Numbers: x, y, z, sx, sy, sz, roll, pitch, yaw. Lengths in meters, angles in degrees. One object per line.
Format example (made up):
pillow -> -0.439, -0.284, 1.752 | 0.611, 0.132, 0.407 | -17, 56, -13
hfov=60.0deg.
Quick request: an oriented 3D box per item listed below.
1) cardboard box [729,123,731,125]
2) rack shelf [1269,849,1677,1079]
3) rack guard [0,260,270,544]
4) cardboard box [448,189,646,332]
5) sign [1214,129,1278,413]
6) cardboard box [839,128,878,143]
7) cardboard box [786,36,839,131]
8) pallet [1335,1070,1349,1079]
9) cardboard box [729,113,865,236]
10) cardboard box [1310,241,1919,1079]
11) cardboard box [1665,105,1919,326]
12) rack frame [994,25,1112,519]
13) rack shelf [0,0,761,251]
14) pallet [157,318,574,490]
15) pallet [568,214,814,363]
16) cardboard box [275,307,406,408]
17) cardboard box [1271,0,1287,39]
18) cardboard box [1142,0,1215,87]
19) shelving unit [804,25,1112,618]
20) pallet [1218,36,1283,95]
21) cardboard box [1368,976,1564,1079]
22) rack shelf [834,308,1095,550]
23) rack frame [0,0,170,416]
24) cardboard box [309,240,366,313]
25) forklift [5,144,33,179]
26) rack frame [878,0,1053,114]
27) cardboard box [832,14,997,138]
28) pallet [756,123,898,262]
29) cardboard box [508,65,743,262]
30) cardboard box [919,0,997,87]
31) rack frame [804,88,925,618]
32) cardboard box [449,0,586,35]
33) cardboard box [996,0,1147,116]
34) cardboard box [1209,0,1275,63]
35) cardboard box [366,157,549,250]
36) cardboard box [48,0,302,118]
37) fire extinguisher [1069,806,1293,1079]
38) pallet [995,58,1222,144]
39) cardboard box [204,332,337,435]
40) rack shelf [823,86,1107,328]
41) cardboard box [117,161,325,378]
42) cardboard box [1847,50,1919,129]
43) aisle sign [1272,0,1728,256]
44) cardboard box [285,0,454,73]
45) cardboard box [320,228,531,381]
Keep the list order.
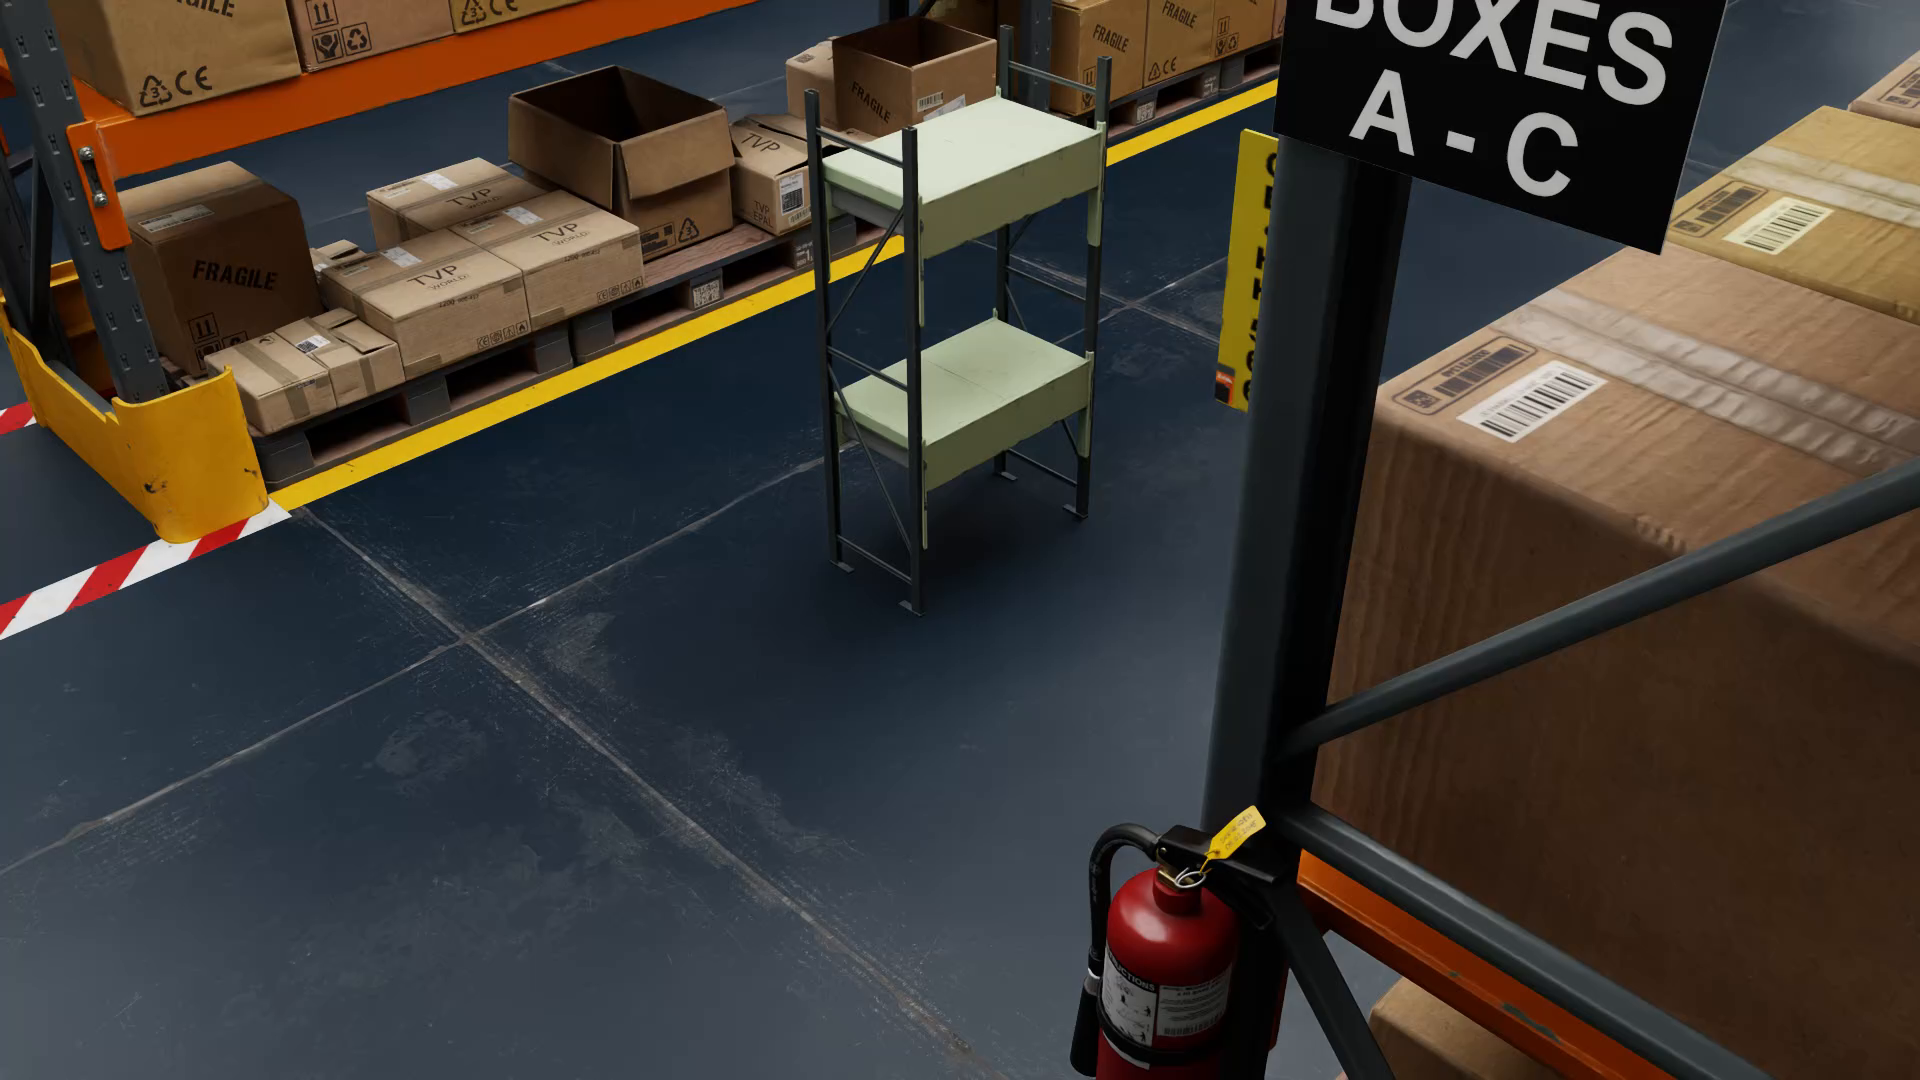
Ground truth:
cardboard box -> -1.045, -1.680, 7.129 | 0.380, 0.166, 0.250 | 30, 45, 35
rack shelf -> 2.116, 0.002, 3.254 | 1.077, 0.370, 4.000 | 30, 45, 35
rack guard -> -2.758, -0.482, 5.504 | 1.175, 0.500, 0.348 | 30, 45, 35
cardboard box -> -1.522, -1.041, 6.140 | 0.500, 0.250, 0.500 | 30, 45, 35
sign -> 0.331, -0.278, 1.807 | 0.100, 0.325, 0.005 | 30, 45, 35
cardboard box -> -0.415, -1.589, 7.014 | 0.380, 0.149, 0.250 | 30, 45, 35
cardboard box -> -0.442, -2.094, 7.597 | 0.500, 0.311, 0.500 | 30, 45, 35
pallet -> 1.215, 1.306, 3.192 | 1.003, 0.211, 1.213 | 30, 45, 35
cardboard box -> -0.722, -1.528, 6.784 | 0.500, 0.311, 0.500 | 30, 45, 35
cardboard box -> 1.059, 0.185, 2.101 | 0.700, 0.700, 0.980 | -28, 43, -34
cardboard box -> 1.564, -0.115, 2.531 | 0.980, 0.700, 0.700 | 29, 44, 35
rack frame -> 0.263, -0.766, 5.038 | 0.400, 1.500, 0.023 | 30, 45, 35
rack shelf -> -1.402, -1.993, 6.115 | 1.077, 0.370, 4.000 | 30, 45, 35
pallet -> -2.197, -0.687, 6.051 | 1.003, 0.211, 1.213 | 30, 45, 35
pallet -> -1.337, -1.180, 6.758 | 1.003, 0.211, 1.213 | 30, 45, 35
cardboard box -> -2.096, -0.628, 5.620 | 0.380, 0.166, 0.250 | 30, 45, 35
cardboard box -> 1.603, -2.979, 8.700 | 0.500, 0.500, 0.500 | 28, 43, 34
cardboard box -> 0.889, -2.574, 8.120 | 0.500, 0.500, 0.500 | -29, 44, -35
shelving unit -> 0.005, -0.618, 4.825 | 0.431, 1.500, 0.755 | 30, 45, 35
pallet -> 1.413, -2.799, 9.079 | 1.003, 0.211, 1.213 | 30, 45, 35
cardboard box -> 1.129, 1.047, 2.944 | 0.700, 0.500, 0.500 | 30, 45, 35
rack shelf -> 0.005, -0.350, 5.011 | 0.431, 0.370, 0.720 | 30, 45, 35
rack frame -> -2.811, -1.476, 4.745 | 1.000, 3.000, 0.127 | 30, 45, 35
cardboard box -> -2.254, -0.943, 6.072 | 0.380, 0.166, 0.250 | 30, 45, 35
forklift -> -4.724, -2.062, 5.644 | 1.130, 2.935, 3.031 | 10, 36, 13
rack frame -> 0.007, -3.100, 7.073 | 1.000, 3.000, 0.127 | 30, 45, 35
cardboard box -> -0.193, -1.910, 7.167 | 0.500, 0.500, 0.500 | 30, 45, 35
pallet -> -0.478, -1.678, 7.471 | 1.003, 0.211, 1.213 | 30, 45, 35
cardboard box -> -1.313, -1.492, 6.565 | 0.797, 0.503, 0.637 | 30, 45, 35
cardboard box -> 0.151, -2.571, 8.115 | 0.500, 0.500, 0.500 | 29, 44, 35
rack frame -> -0.253, -0.469, 4.612 | 0.400, 1.500, 0.023 | 30, 45, 35
cardboard box -> -1.596, -2.005, 5.416 | 0.500, 0.500, 0.500 | 29, 44, 35
cardboard box -> 0.521, -2.353, 7.803 | 0.500, 0.500, 0.500 | 27, 43, 33
cardboard box -> 1.246, -2.774, 8.406 | 0.500, 0.500, 0.500 | -29, 44, -35
cardboard box -> -1.912, -1.222, 6.400 | 0.500, 0.250, 0.500 | 30, 45, 35
cardboard box -> -2.312, -1.591, 4.822 | 0.500, 0.500, 0.500 | -29, 44, -35
fire extinguisher -> 0.273, 0.579, 2.192 | 0.296, 0.674, 0.183 | 30, 45, 35
pallet -> 0.553, -2.302, 8.366 | 1.003, 0.211, 1.213 | 30, 45, 35
cardboard box -> -2.272, -0.519, 5.479 | 0.380, 0.149, 0.250 | 30, 45, 35
rack shelf -> 0.005, -0.938, 4.602 | 0.431, 0.370, 0.720 | 30, 45, 35
cardboard box -> -2.603, -0.951, 5.793 | 0.500, 0.500, 0.500 | 30, 45, 35
cardboard box -> 2.107, -0.421, 2.969 | 0.980, 0.700, 0.700 | 27, 43, 33
aisle sign -> 0.443, -0.639, 1.272 | 0.394, 0.787, 0.004 | 30, 45, 35
cardboard box -> -1.952, -1.803, 5.125 | 0.500, 0.500, 0.500 | 29, 44, 35
cardboard box -> -1.875, -0.838, 5.849 | 0.500, 0.250, 0.500 | 30, 45, 35
